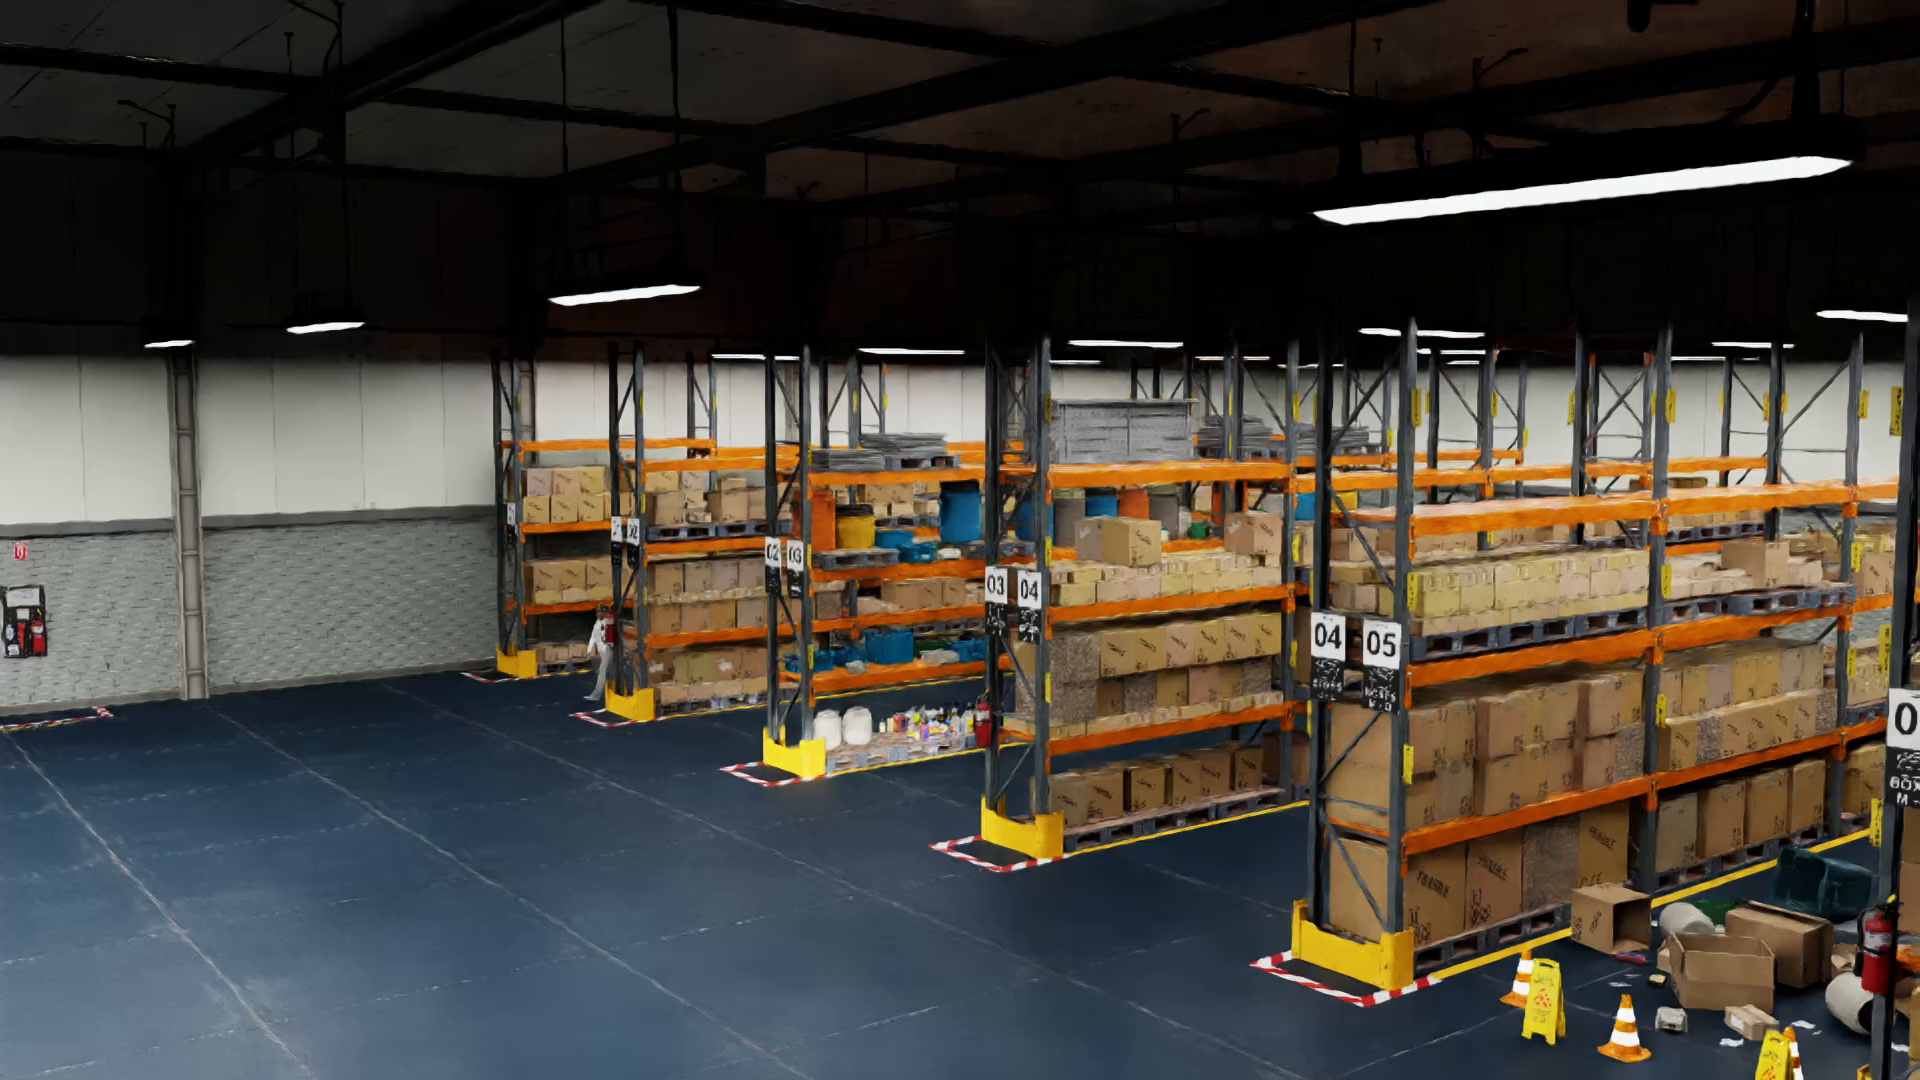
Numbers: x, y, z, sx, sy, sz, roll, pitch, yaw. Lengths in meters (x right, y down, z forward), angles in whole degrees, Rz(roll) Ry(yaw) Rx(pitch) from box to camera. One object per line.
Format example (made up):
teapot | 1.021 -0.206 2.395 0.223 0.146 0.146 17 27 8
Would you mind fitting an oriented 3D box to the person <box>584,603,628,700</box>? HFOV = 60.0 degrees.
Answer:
person | -6.032 1.871 28.177 0.995 1.609 0.483 -5 7 -44
